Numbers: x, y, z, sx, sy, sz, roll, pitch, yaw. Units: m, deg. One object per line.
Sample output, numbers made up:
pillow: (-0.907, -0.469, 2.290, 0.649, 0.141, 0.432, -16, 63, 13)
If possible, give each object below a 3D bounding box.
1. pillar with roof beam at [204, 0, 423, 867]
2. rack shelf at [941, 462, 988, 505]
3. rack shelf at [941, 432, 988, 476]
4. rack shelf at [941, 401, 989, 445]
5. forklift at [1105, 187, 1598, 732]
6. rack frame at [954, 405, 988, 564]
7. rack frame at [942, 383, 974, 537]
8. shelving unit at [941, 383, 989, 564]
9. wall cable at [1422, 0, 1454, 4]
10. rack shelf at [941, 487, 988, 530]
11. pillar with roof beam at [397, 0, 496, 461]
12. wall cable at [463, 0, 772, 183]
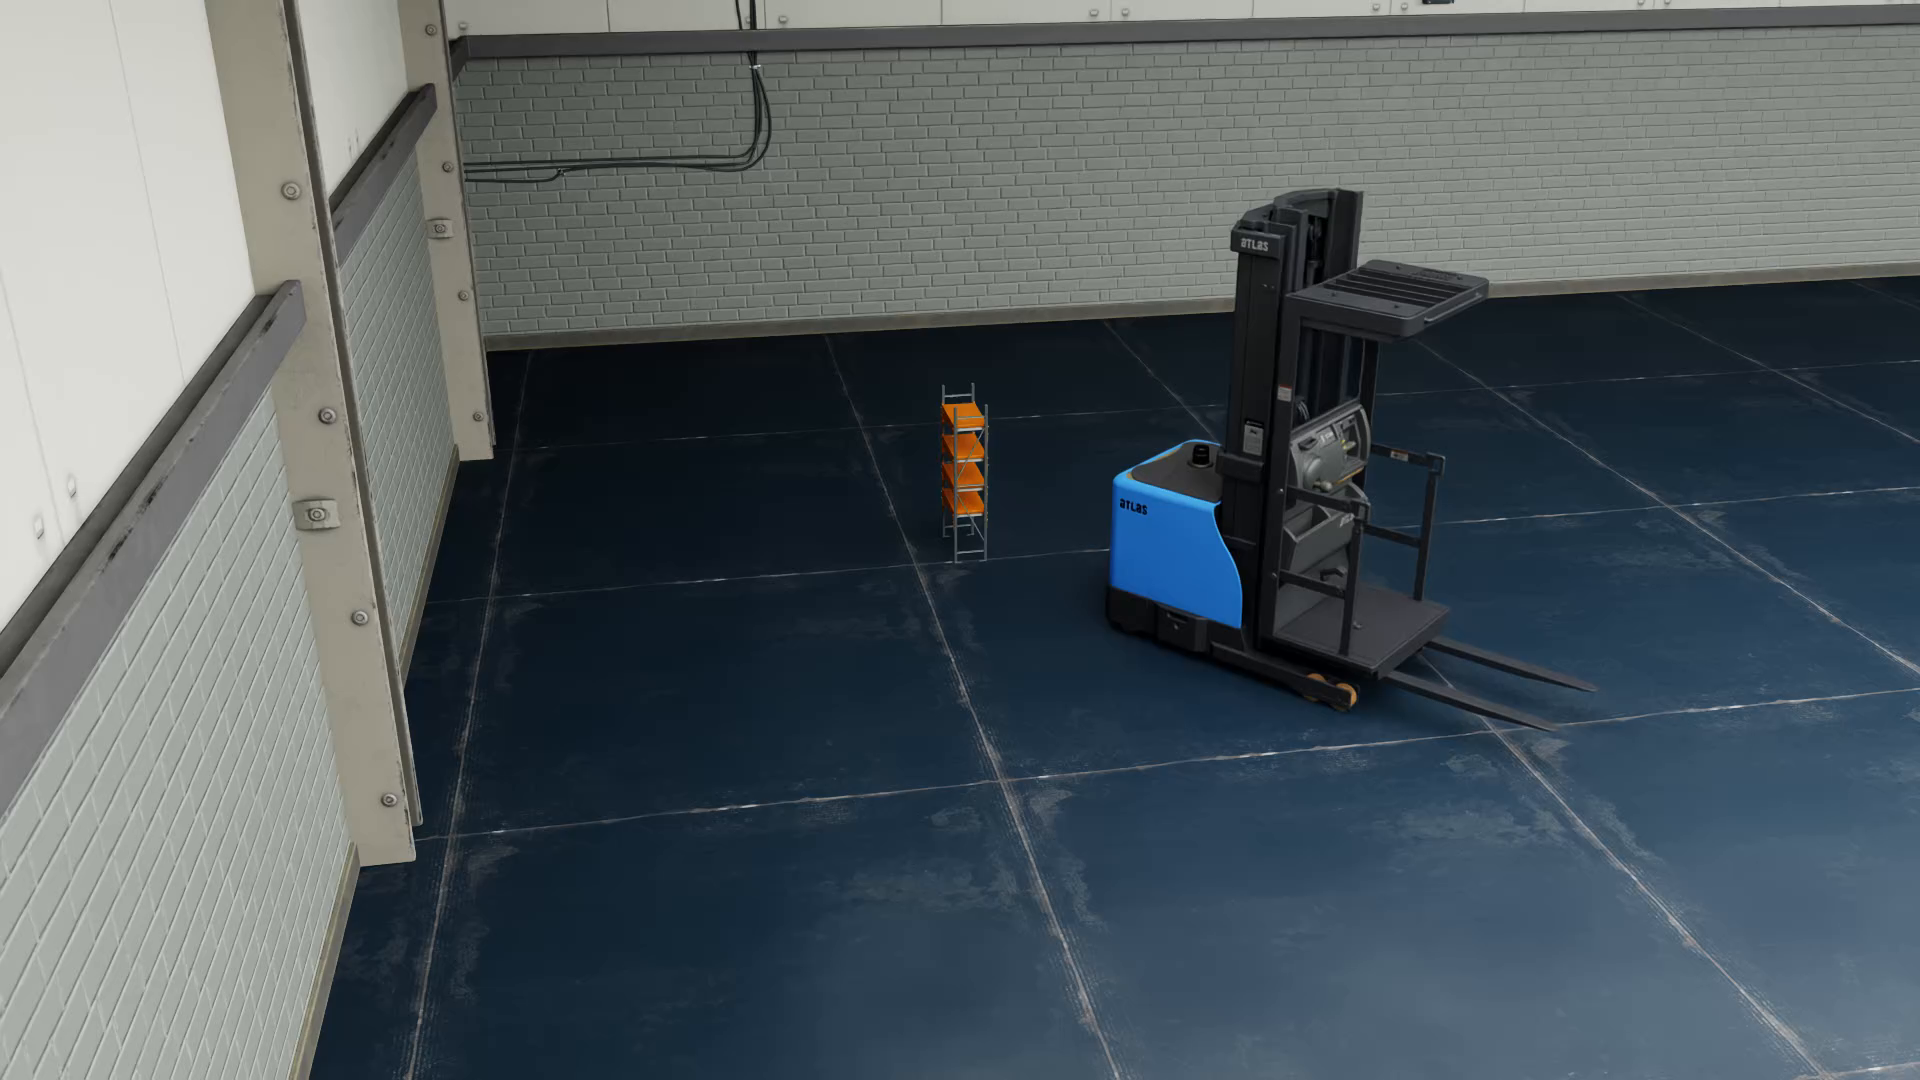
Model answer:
pillar with roof beam: (1.202, -2.837, 7.745, 9.100, 9.000, 0.400, -4, 24, -10)
rack shelf: (0.031, -0.423, 12.130, 0.258, 0.148, 0.480, -4, 24, -10)
rack shelf: (0.031, -0.628, 12.041, 0.258, 0.148, 0.480, -4, 24, -10)
rack shelf: (0.031, -0.845, 11.946, 0.258, 0.148, 0.480, -4, 24, -10)
forklift: (2.430, -0.543, 10.073, 3.031, 2.935, 1.130, 18, 30, 36)
rack frame: (0.076, -0.389, 11.884, 0.240, 1.200, 0.015, -4, 24, -10)
rack frame: (-0.014, -0.581, 12.323, 0.240, 1.200, 0.015, -4, 24, -10)
shelving unit: (0.031, -0.485, 12.103, 0.258, 1.200, 0.503, -4, 24, -10)
wall cable: (5.949, -8.390, 16.211, 2.305, 6.003, 0.169, -4, 24, -10)
rack shelf: (0.031, -0.241, 12.210, 0.258, 0.148, 0.480, -4, 24, -10)
pillar with roof beam: (0.092, -5.197, 13.149, 9.100, 9.000, 0.400, -4, 24, -10)
wall cable: (-3.384, -4.712, 15.918, 3.097, 2.526, 0.112, -4, 24, -10)
